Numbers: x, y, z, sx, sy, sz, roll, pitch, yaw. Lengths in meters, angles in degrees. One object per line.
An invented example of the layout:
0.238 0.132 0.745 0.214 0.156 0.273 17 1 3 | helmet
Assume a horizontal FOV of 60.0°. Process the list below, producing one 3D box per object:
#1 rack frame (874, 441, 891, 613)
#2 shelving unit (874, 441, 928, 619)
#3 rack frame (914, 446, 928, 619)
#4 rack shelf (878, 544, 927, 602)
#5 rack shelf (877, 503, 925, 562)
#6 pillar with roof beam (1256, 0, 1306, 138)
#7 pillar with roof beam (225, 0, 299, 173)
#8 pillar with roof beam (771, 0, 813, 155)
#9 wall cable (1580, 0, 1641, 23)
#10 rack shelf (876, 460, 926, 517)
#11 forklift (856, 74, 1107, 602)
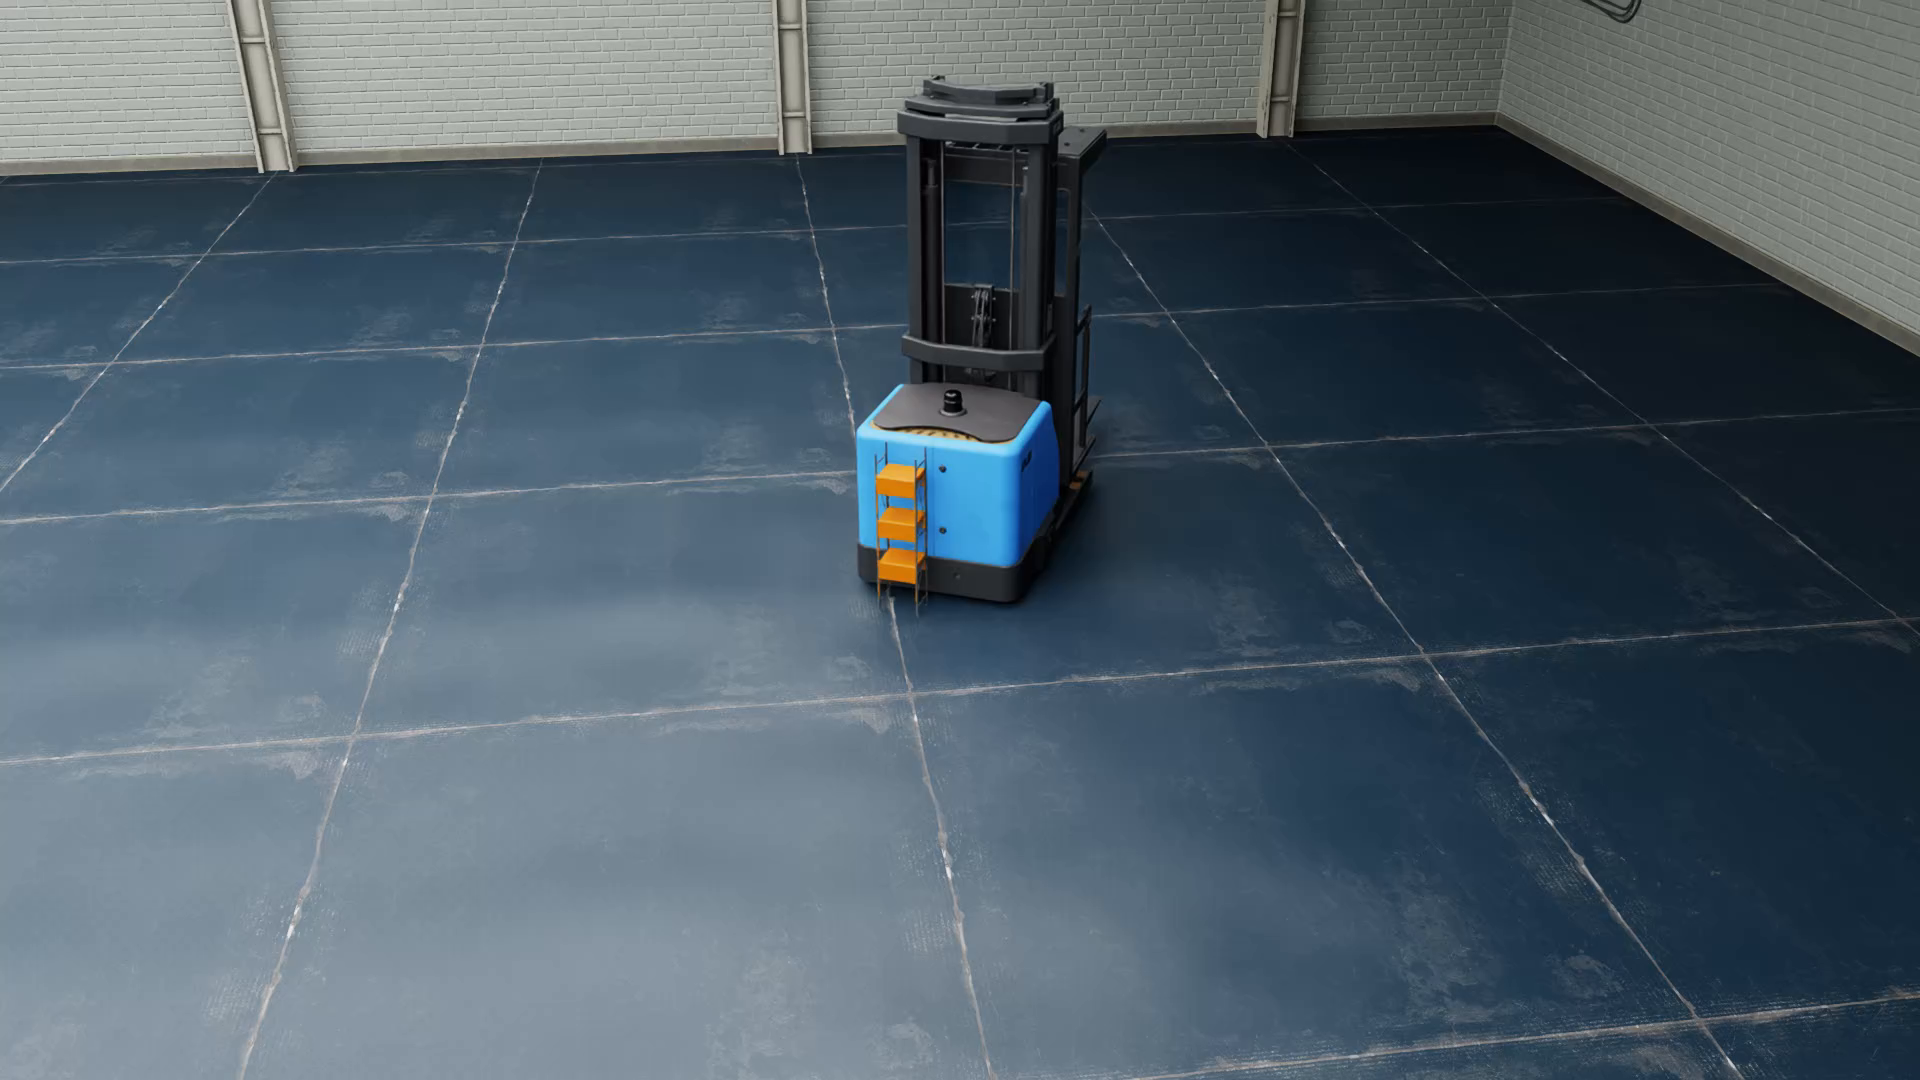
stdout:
-0.462 -0.070 9.939 0.008 1.050 0.200 8 28 15 | rack frame
-0.346 -0.054 9.907 0.252 1.050 0.215 8 28 15 | shelving unit
-0.229 -0.037 9.874 0.008 1.050 0.200 8 28 15 | rack frame
-0.345 0.203 10.039 0.240 0.259 0.215 8 28 15 | rack shelf
-0.346 -0.044 9.912 0.240 0.259 0.215 8 28 15 | rack shelf
4.548 -7.149 15.027 0.400 9.000 9.100 -4 27 -7 | pillar with roof beam
-7.335 -6.385 13.540 0.400 9.000 9.100 -4 27 -7 | pillar with roof beam
-1.394 -6.767 14.284 0.400 9.000 9.100 -4 27 -7 | pillar with roof beam
7.050 -7.303 18.729 0.112 2.526 3.097 -4 27 -7 | wall cable
-0.346 -0.297 9.782 0.240 0.259 0.215 8 28 15 | rack shelf
0.290 -1.583 10.828 1.130 2.935 3.031 8 28 15 | forklift
